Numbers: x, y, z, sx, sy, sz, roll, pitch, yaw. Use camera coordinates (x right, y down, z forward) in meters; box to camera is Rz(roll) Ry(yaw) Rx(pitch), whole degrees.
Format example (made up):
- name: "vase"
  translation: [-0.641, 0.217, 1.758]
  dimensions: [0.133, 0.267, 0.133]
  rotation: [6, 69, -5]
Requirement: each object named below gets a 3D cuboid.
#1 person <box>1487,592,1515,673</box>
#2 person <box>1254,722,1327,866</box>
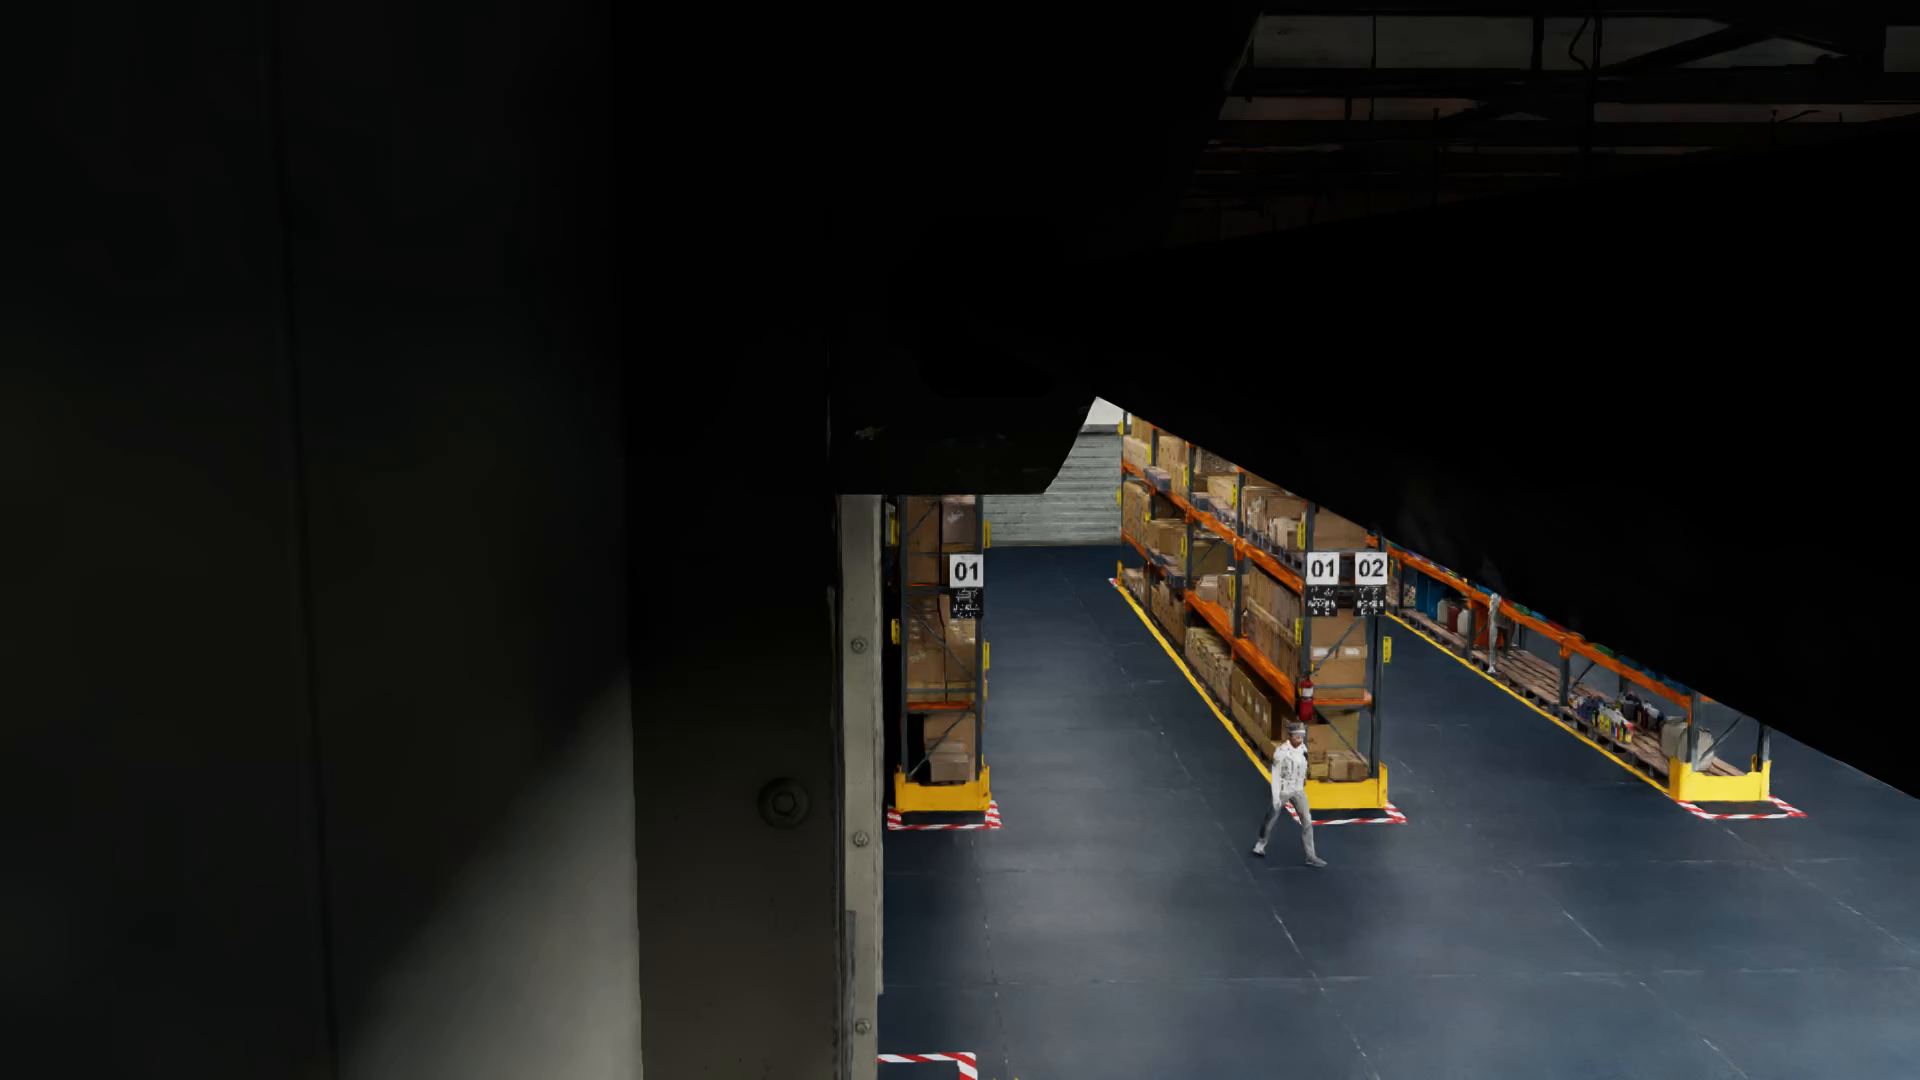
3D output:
- name: "person"
  translation: [9.011, 1.398, 27.659]
  dimensions: [0.462, 1.556, 0.874]
  rotation: [3, 9, 20]
- name: "person"
  translation: [3.688, 2.803, 18.611]
  dimensions: [0.530, 1.625, 0.936]
  rotation: [-4, 9, -25]
